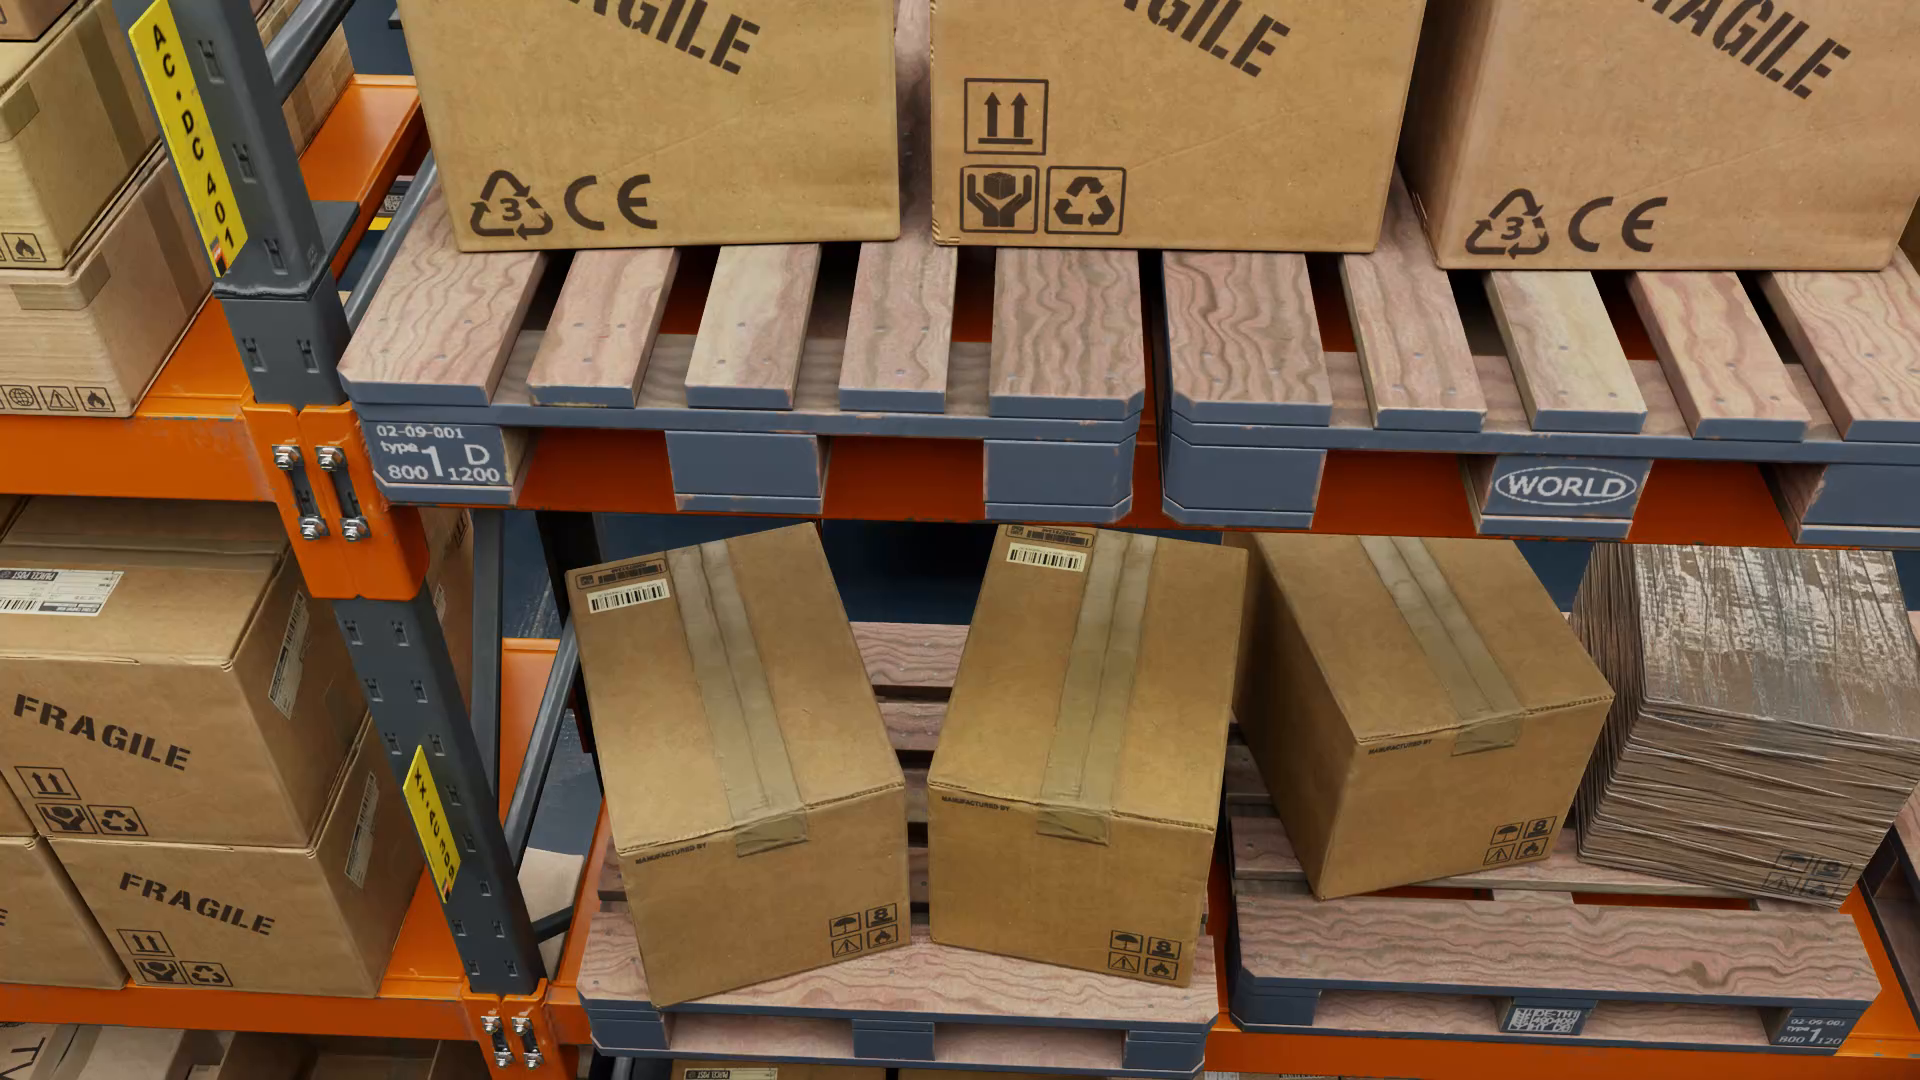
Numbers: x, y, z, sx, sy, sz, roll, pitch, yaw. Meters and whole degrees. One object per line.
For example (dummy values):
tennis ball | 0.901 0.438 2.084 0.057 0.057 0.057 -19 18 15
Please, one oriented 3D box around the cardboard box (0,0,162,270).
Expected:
cardboard box | -1.394 -0.614 2.251 0.500 0.250 0.500 2 43 2

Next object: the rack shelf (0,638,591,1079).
rack shelf | -2.894 0.643 3.887 4.000 0.370 1.077 2 43 2

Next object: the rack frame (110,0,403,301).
rack frame | -0.896 -1.754 1.531 0.127 3.000 1.000 2 43 2

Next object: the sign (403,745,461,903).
sign | -0.913 0.494 2.884 0.005 0.325 0.100 2 43 2

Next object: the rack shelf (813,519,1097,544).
rack shelf | -0.007 -0.233 6.033 1.000 0.278 0.538 2 43 2

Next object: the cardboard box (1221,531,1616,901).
cardboard box | 0.872 0.263 3.385 0.500 0.500 0.700 -8 44 -9

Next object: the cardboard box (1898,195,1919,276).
cardboard box | 1.634 -0.592 2.411 0.500 0.500 0.910 2 43 2

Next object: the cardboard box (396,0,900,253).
cardboard box | -0.396 -0.817 2.271 0.600 0.600 0.600 -2 43 -2

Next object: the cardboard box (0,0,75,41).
cardboard box | -1.383 -1.047 2.166 0.500 0.500 0.700 2 43 2

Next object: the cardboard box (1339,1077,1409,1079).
cardboard box | 1.076 1.147 3.779 0.500 0.250 0.500 1 43 1

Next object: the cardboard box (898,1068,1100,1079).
cardboard box | 0.110 1.385 4.074 0.500 0.500 0.500 2 43 2

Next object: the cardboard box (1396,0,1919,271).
cardboard box | 0.937 -0.778 2.229 0.600 0.600 0.600 0 43 0

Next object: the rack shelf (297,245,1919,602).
rack shelf | 1.102 -0.331 2.732 4.000 0.370 1.077 2 43 2

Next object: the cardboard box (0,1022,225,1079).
cardboard box | -2.227 1.417 4.178 0.500 0.311 0.500 2 43 2

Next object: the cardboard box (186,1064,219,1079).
cardboard box | -1.855 1.529 4.177 0.250 0.149 0.380 2 43 2

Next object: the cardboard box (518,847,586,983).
cardboard box | -1.305 1.104 4.514 0.500 0.311 0.500 2 43 2

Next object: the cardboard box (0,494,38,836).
cardboard box | -1.925 0.186 3.043 0.500 0.500 0.500 1 43 1

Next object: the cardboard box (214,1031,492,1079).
cardboard box | -1.478 1.371 4.089 0.500 0.500 0.500 2 43 2

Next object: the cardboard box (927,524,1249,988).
cardboard box | 0.257 0.396 3.243 0.500 0.500 0.700 8 44 9

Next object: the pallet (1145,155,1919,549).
pallet | 0.789 -0.490 2.512 1.003 0.211 1.213 2 43 2

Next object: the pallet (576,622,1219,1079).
pallet | -0.103 0.611 3.535 1.213 0.211 1.003 2 43 2

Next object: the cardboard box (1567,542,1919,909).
cardboard box | 1.561 0.273 3.375 0.500 0.500 0.700 9 44 10

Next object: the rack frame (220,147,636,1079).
rack frame | -0.896 0.441 3.575 0.127 3.000 1.000 2 43 2

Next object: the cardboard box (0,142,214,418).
cardboard box | -1.394 -0.435 2.426 0.500 0.250 0.500 2 43 2

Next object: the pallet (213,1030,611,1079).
pallet | -1.582 1.440 4.549 1.213 0.211 1.003 2 43 2

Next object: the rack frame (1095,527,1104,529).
rack frame | 0.501 -0.396 5.850 0.032 1.125 0.500 2 43 2

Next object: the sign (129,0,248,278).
sign | -0.913 -0.476 1.980 0.005 0.325 0.100 2 43 2

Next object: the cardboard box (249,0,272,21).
cardboard box | -1.370 -0.968 2.631 0.500 0.250 0.500 2 43 2

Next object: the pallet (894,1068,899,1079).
pallet | -0.082 1.461 4.527 1.213 0.211 1.003 2 43 2

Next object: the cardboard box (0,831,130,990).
cardboard box | -1.922 0.549 3.386 0.500 0.500 0.500 3 43 3

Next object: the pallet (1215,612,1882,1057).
pallet | 1.157 0.578 3.570 1.213 0.211 1.003 2 43 2

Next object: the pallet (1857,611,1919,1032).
pallet | 2.420 0.661 3.480 1.003 0.211 1.213 2 43 2

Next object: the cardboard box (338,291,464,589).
cardboard box | -1.354 -0.167 3.422 0.500 0.500 0.500 3 43 3

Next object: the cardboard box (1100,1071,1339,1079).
cardboard box | 0.575 1.132 3.795 0.500 0.250 0.500 2 43 2

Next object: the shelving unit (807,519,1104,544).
shelving unit | -0.007 -0.412 5.867 1.048 1.125 0.538 2 43 2

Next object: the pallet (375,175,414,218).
pallet | -2.627 -1.943 8.181 1.213 0.211 1.003 2 43 2

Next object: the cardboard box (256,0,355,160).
cardboard box | -1.371 -0.785 2.801 0.500 0.250 0.500 2 43 2

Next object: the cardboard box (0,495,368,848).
cardboard box | -1.413 0.200 3.028 0.500 0.500 0.500 2 43 2

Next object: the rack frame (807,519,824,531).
rack frame | -0.515 -0.427 5.884 0.032 1.125 0.500 2 43 2

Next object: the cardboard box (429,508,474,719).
cardboard box | -1.393 0.204 3.757 0.500 0.500 0.500 3 43 3

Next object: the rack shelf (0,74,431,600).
rack shelf | -2.894 -0.454 2.864 4.000 0.370 1.077 2 43 2

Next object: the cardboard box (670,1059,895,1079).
cardboard box | -0.424 1.376 4.084 0.500 0.500 0.500 0 43 0

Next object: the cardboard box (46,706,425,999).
cardboard box | -1.407 0.564 3.370 0.500 0.500 0.500 2 43 3

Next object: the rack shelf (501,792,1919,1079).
rack shelf | 1.102 0.766 3.755 4.000 0.370 1.077 2 43 2

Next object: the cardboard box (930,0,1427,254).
cardboard box | 0.273 -0.812 2.266 0.600 0.600 0.600 1 43 1

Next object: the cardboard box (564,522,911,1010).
cardboard box | -0.433 0.418 3.219 0.500 0.500 0.700 -12 44 -12

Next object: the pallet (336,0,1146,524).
pallet | -0.248 -0.519 2.544 1.003 0.211 1.213 2 43 2
